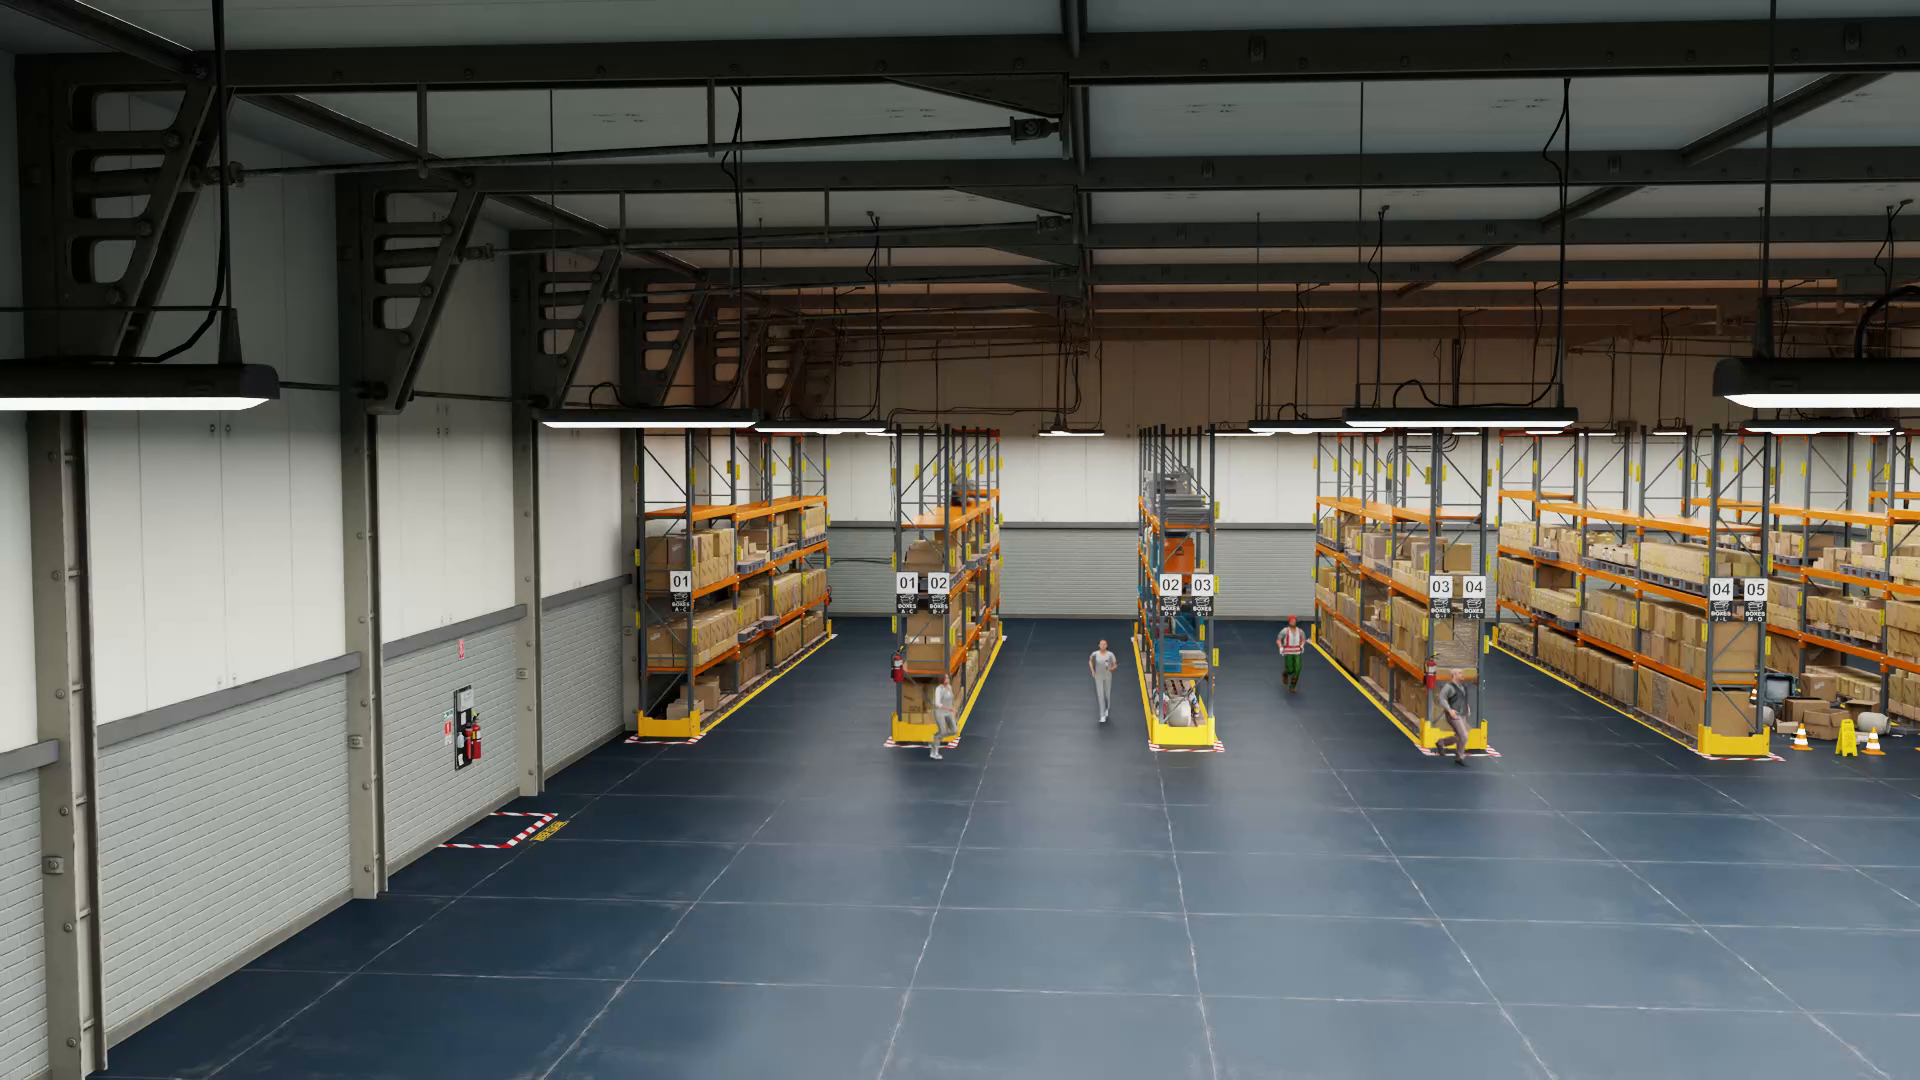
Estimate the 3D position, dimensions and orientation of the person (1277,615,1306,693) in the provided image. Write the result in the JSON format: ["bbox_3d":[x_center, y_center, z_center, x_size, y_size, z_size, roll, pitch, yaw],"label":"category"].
[{"bbox_3d":[7.514,2.571,37.606,0.657,1.743,0.605,0,3,-6],"label":"person"}]

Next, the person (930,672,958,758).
[{"bbox_3d":[-0.253,3.137,29.772,0.606,1.557,0.572,3,4,36],"label":"person"}]

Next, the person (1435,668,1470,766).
[{"bbox_3d":[8.729,3.103,29.366,0.681,1.693,0.739,-3,5,-42],"label":"person"}]

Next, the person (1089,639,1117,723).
[{"bbox_3d":[2.902,2.827,33.770,0.572,1.656,0.839,0,3,4],"label":"person"}]
